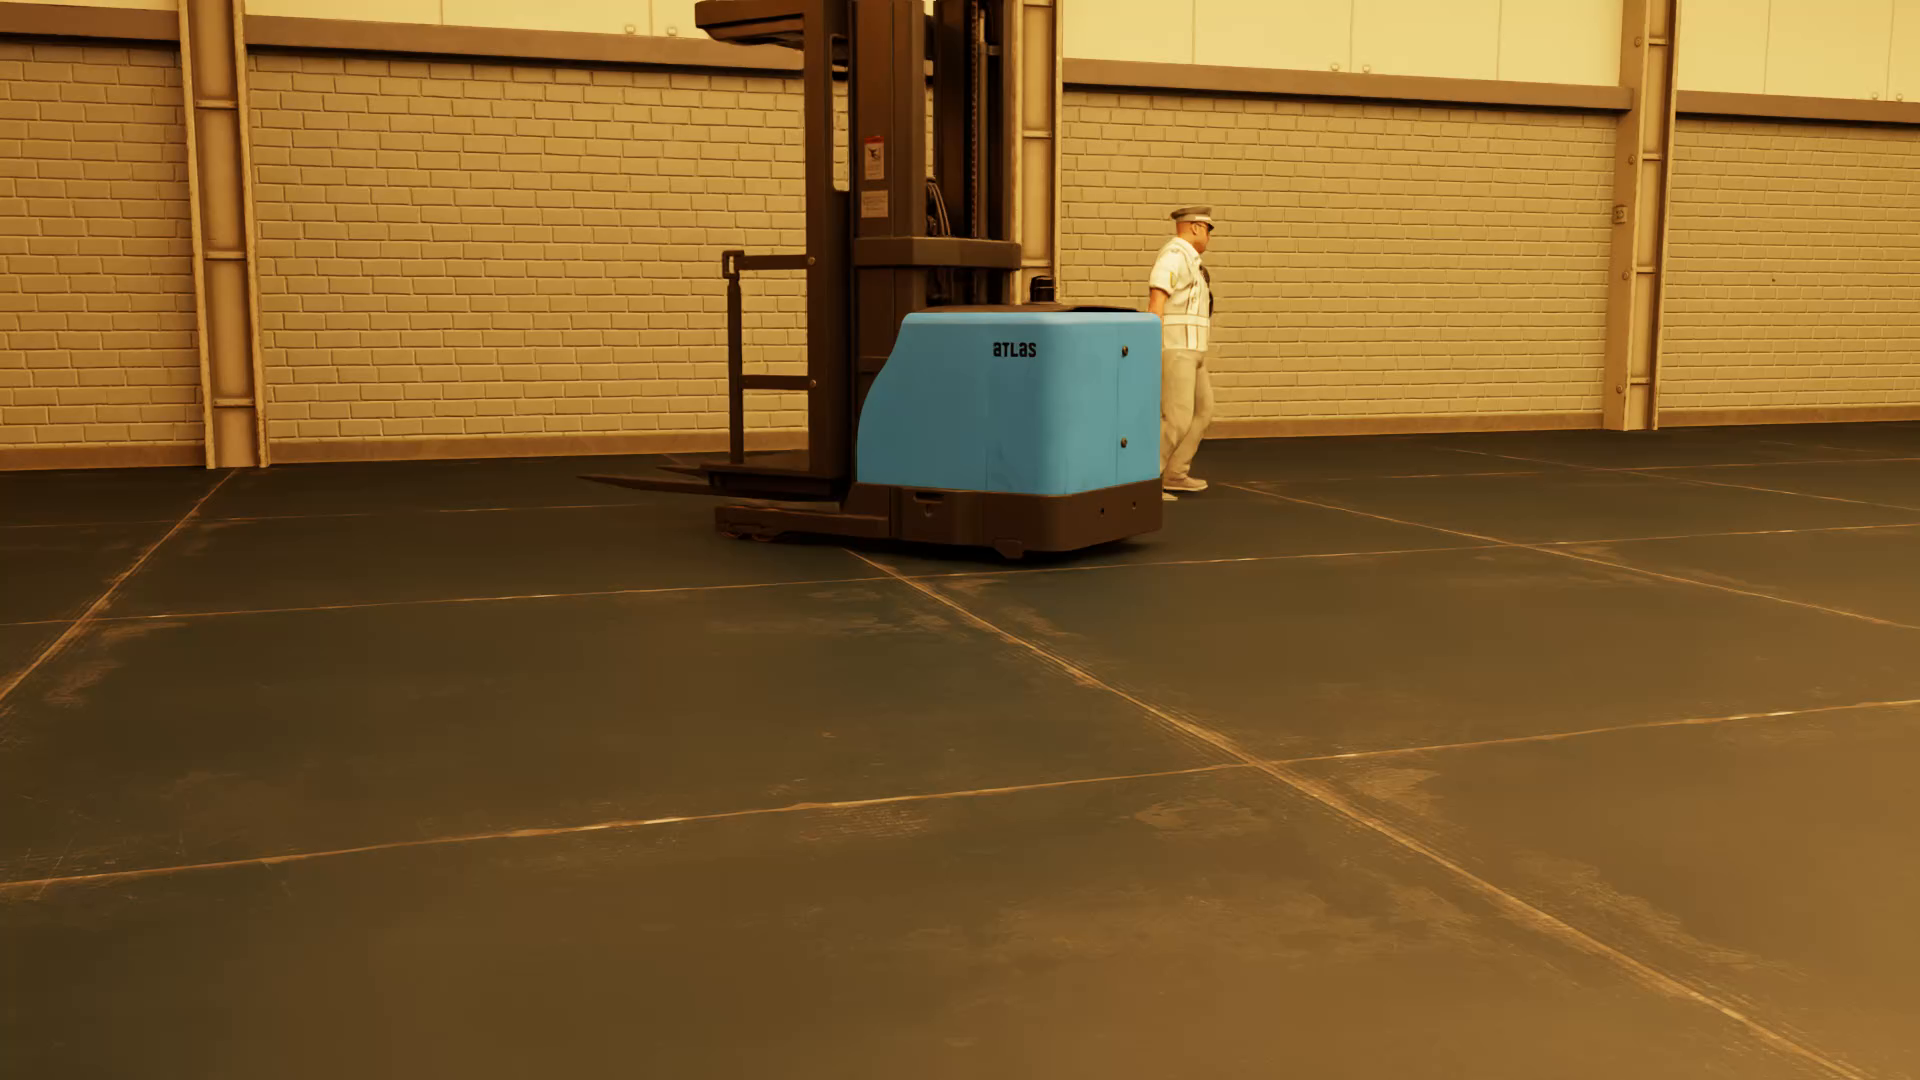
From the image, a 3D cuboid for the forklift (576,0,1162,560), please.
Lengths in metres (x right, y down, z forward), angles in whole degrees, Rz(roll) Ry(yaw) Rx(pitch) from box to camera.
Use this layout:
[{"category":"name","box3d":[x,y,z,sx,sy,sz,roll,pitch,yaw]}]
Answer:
[{"category":"forklift","box3d":[-0.569,-1.494,8.032,3.031,2.935,1.130,5,9,33]}]
